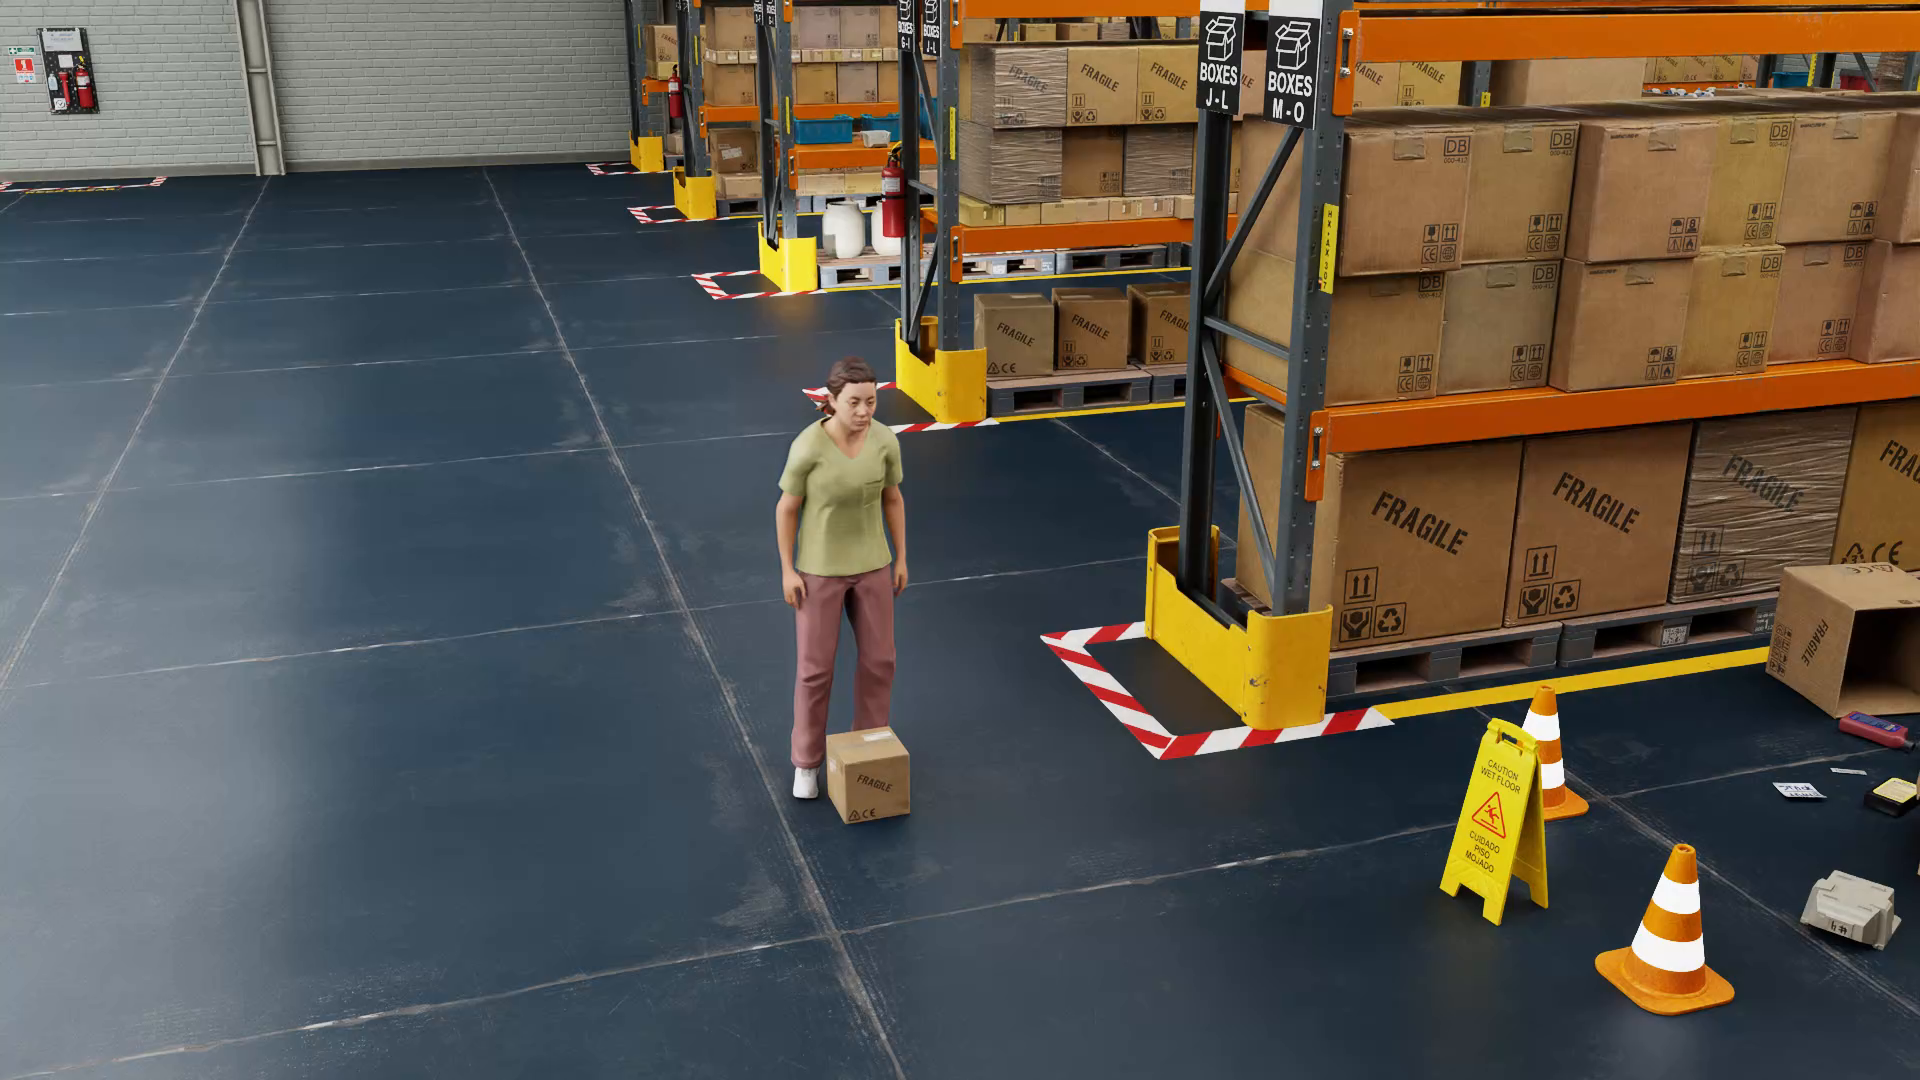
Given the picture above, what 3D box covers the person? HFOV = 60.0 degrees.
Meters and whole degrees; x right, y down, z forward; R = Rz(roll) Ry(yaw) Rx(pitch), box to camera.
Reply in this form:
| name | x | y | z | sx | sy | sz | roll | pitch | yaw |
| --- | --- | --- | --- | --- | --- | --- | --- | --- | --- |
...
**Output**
| name | x | y | z | sx | sy | sz | roll | pitch | yaw |
| --- | --- | --- | --- | --- | --- | --- | --- | --- | --- |
| person | -0.426 | 0.129 | 6.204 | 0.516 | 1.671 | 0.366 | -8 | 21 | -20 |
